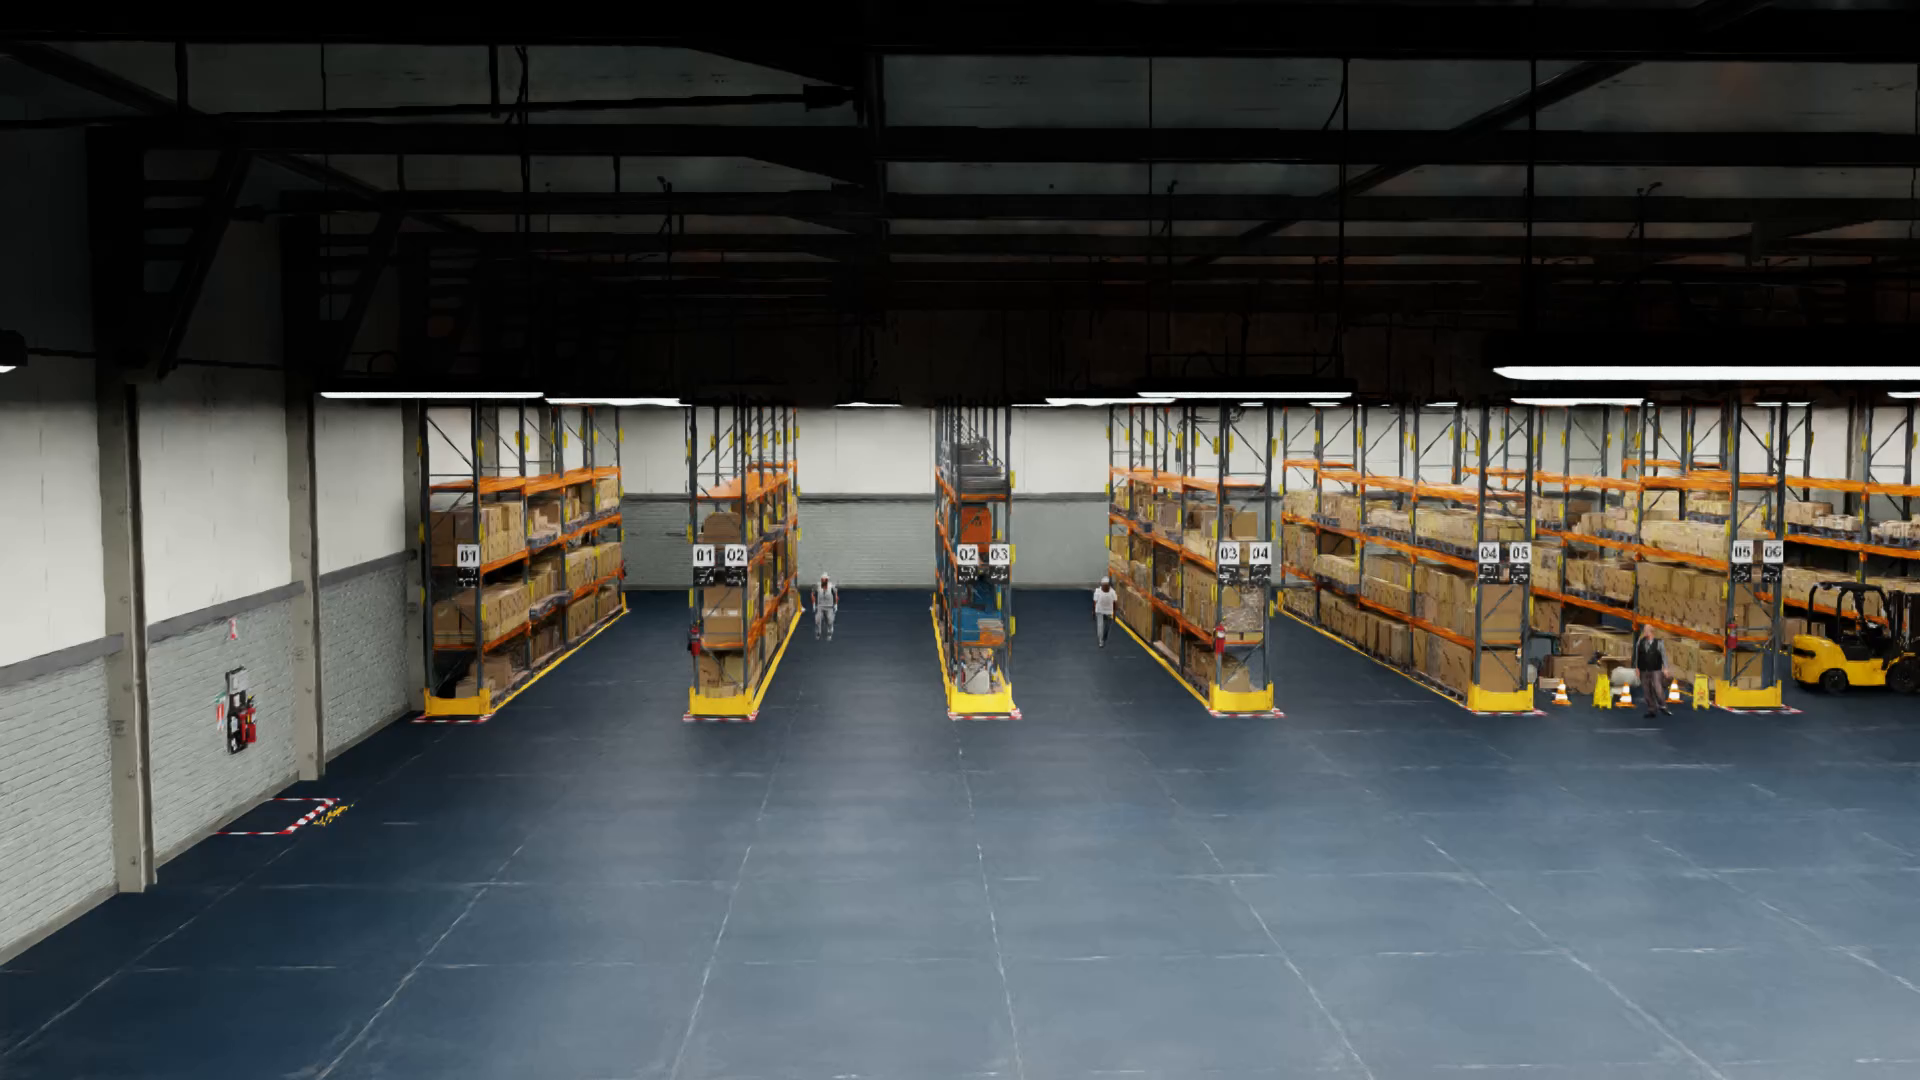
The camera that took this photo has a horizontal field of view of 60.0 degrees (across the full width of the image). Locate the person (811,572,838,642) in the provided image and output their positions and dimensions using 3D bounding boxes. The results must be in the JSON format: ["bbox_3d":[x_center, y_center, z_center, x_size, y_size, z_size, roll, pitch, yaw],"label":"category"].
[{"bbox_3d":[-3.322,1.650,40.822,0.677,1.742,0.552,0,5,-4],"label":"person"}]

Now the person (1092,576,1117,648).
[{"bbox_3d":[3.503,1.715,40.027,0.577,1.687,1.115,0,5,-4],"label":"person"}]

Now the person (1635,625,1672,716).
[{"bbox_3d":[12.911,2.431,30.958,0.661,1.709,0.453,4,6,42],"label":"person"}]
